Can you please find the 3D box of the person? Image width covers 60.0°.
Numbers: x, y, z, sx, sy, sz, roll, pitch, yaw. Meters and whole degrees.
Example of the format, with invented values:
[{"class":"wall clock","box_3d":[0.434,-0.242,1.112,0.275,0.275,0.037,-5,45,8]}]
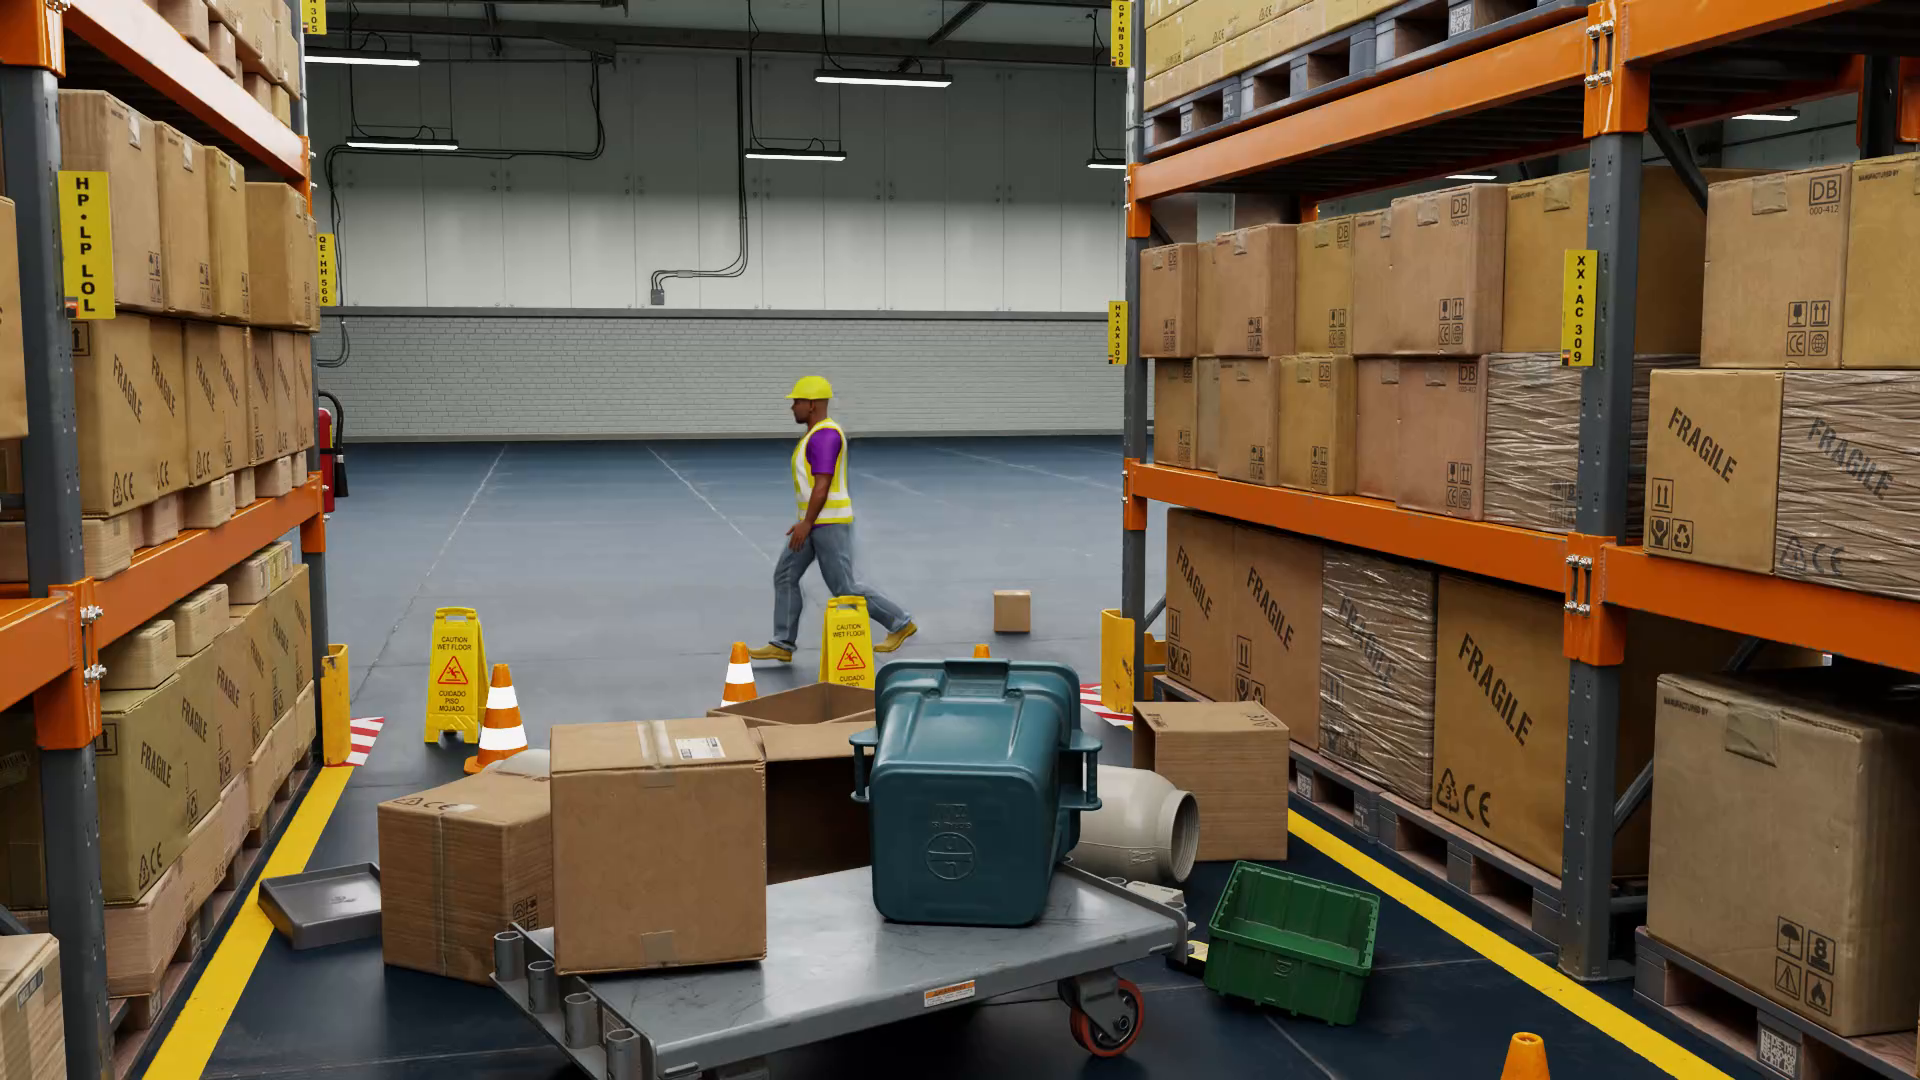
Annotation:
[{"class":"person","box_3d":[-0.791,-0.120,9.971,1.043,1.721,0.571,-2,6,-15]}]
